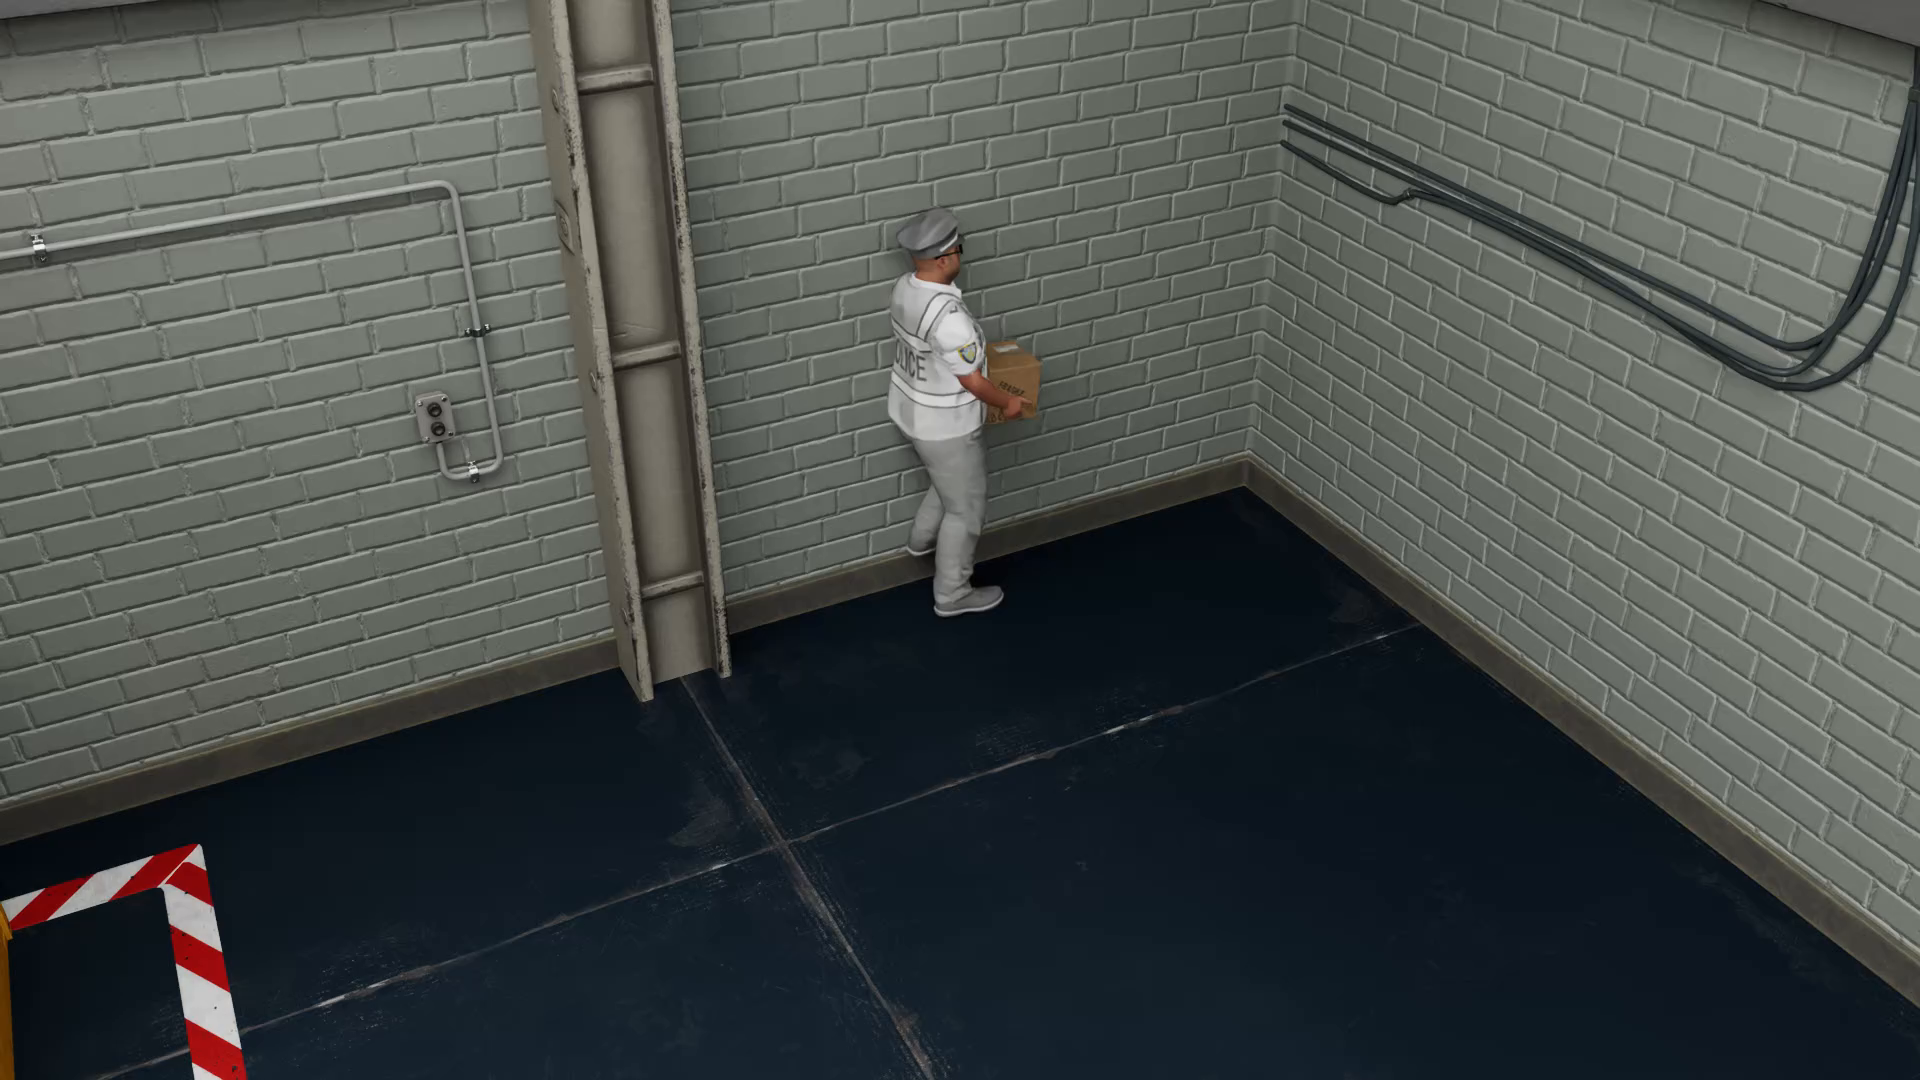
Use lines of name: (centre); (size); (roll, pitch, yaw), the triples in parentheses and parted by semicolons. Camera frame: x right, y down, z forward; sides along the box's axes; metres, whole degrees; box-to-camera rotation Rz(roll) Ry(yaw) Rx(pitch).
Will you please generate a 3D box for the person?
person: (-0.011, -0.538, 6.945); (0.550, 1.770, 0.518); (-16, 36, -23)
